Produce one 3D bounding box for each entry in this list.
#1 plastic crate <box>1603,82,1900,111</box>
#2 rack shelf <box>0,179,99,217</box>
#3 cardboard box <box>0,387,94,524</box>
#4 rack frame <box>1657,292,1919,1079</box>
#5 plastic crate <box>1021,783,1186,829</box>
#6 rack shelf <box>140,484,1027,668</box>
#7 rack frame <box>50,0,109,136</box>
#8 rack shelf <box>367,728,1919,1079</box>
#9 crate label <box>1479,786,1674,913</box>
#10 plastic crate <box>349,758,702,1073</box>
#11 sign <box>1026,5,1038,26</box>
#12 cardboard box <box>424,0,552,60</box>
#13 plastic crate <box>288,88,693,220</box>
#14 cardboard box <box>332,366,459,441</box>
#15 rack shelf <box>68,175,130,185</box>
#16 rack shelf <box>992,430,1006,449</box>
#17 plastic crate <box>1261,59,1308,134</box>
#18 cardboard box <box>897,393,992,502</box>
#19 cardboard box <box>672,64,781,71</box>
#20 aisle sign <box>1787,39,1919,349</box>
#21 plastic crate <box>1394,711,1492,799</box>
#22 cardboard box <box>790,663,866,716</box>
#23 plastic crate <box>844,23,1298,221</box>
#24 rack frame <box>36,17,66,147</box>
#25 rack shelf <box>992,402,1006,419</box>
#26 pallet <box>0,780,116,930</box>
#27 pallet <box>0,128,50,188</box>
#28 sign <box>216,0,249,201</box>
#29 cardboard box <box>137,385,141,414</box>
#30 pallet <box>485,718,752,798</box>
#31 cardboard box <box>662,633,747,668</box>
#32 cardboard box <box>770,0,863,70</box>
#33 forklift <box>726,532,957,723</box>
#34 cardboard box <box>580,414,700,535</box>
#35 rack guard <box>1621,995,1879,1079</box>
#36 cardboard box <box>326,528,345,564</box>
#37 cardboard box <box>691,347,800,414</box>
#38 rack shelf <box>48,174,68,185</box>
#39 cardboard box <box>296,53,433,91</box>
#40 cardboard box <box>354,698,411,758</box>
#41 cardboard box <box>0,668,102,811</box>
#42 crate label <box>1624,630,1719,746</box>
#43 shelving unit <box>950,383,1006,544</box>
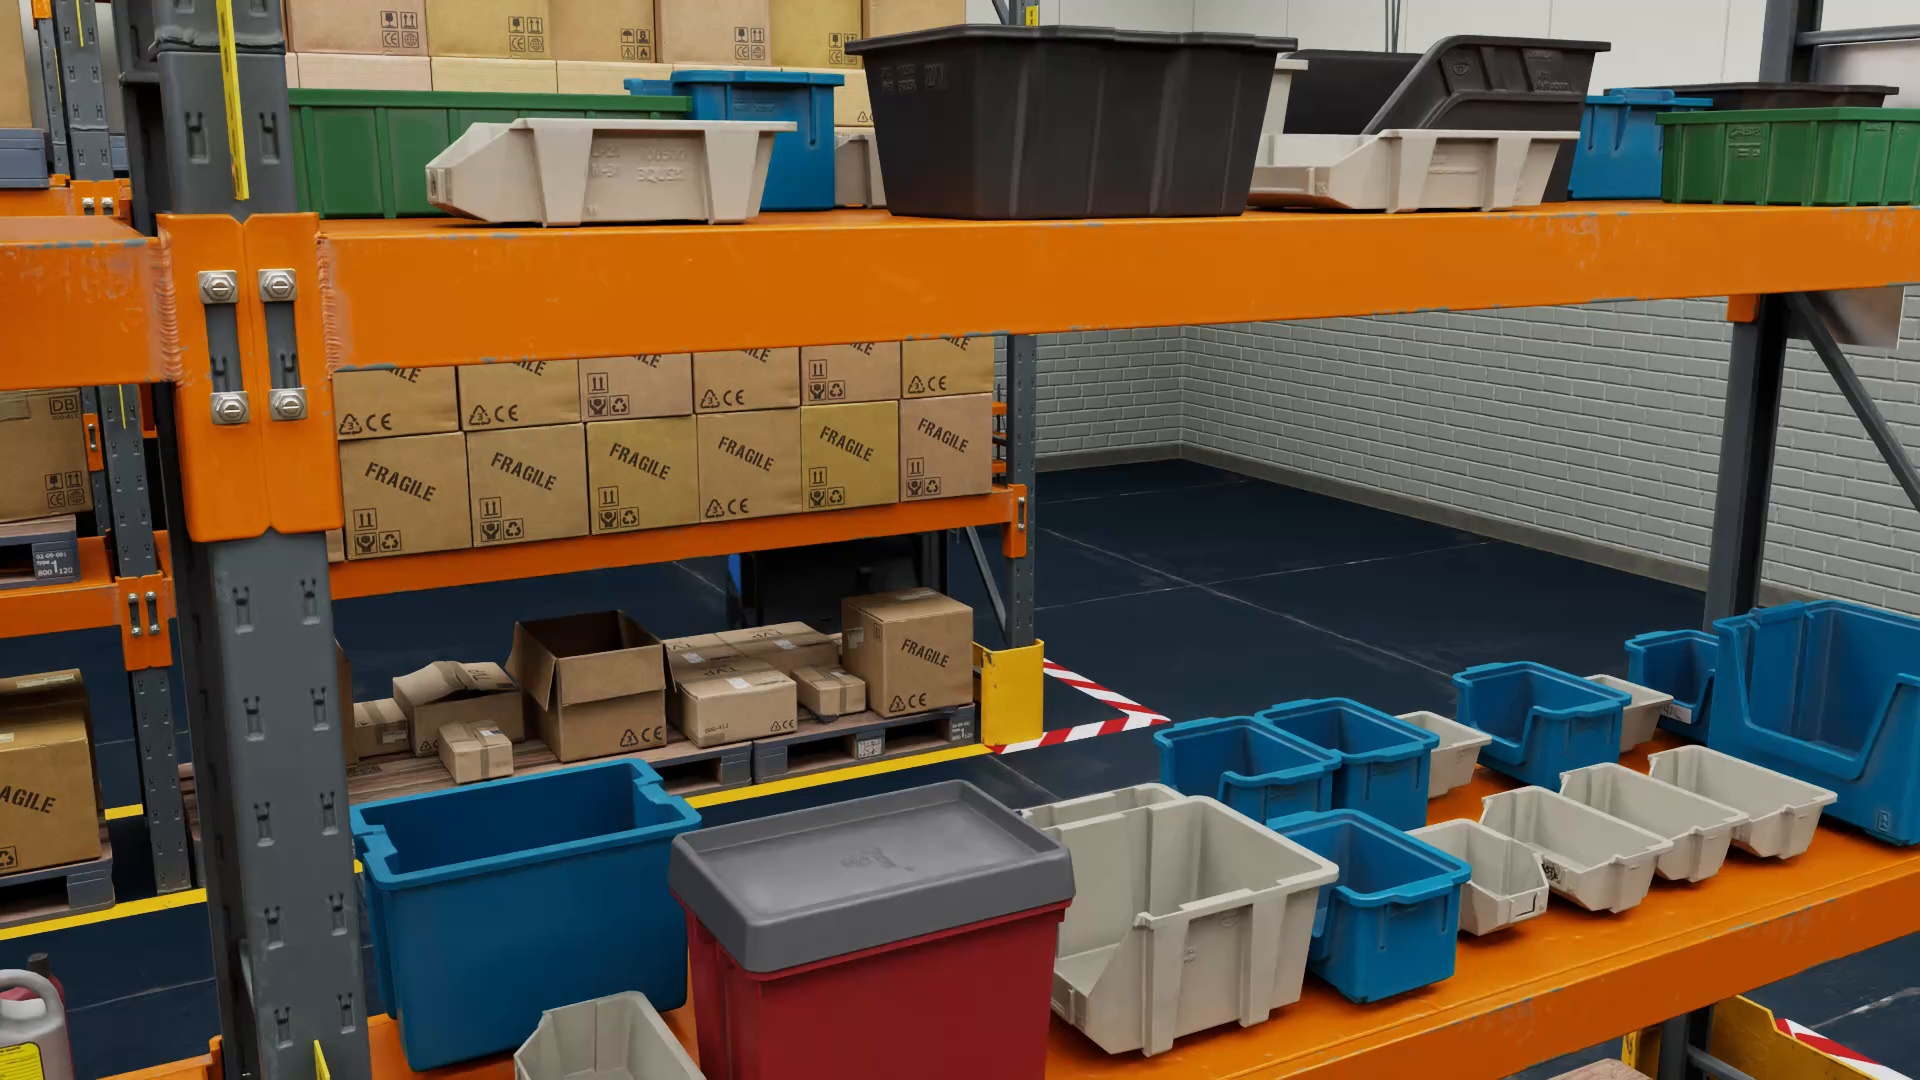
[{"bbox_3d":[1.987,-1.006,4.211,0.590,0.269,0.497,-7,14,-28],"label":"plastic crate"},{"bbox_3d":[-5.178,-1.029,5.656,4.000,0.370,1.077,-7,14,-28],"label":"rack shelf"},{"bbox_3d":[-3.946,-0.374,6.754,0.700,0.500,0.500,11,17,41],"label":"cardboard box"},{"bbox_3d":[2.458,0.407,4.467,0.127,3.000,1.000,-7,14,-28],"label":"rack frame"},{"bbox_3d":[0.332,0.686,3.691,0.466,0.136,0.293,-7,14,-28],"label":"plastic crate"},{"bbox_3d":[-1.668,0.014,7.855,4.000,0.370,1.077,-7,14,-28],"label":"rack shelf"},{"bbox_3d":[-3.423,-3.054,6.182,0.127,3.000,1.000,-7,14,-28],"label":"rack frame"},{"bbox_3d":[0.703,0.969,3.611,4.000,0.370,1.077,-7,14,-28],"label":"rack shelf"},{"bbox_3d":[1.335,0.689,3.679,0.243,0.136,0.396,-7,14,-28],"label":"crate label"},{"bbox_3d":[-0.807,0.692,3.103,0.575,0.384,0.392,-7,14,-28],"label":"plastic crate"},{"bbox_3d":[0.336,-2.334,7.800,0.005,0.325,0.100,-7,14,-28],"label":"sign"},{"bbox_3d":[-2.072,-2.264,7.002,0.500,0.500,0.700,-7,14,-28],"label":"cardboard box"},{"bbox_3d":[-0.826,-0.635,2.748,0.662,0.188,0.450,-7,14,-28],"label":"plastic crate"},{"bbox_3d":[-2.422,-0.713,6.941,0.500,0.500,0.500,-7,15,-30],"label":"cardboard box"},{"bbox_3d":[-4.044,-2.404,11.766,4.000,0.370,1.077,-7,14,-28],"label":"rack shelf"},{"bbox_3d":[0.145,-0.755,13.020,0.480,0.148,0.258,-7,14,-28],"label":"rack shelf"},{"bbox_3d":[0.365,-0.825,3.379,0.530,0.282,0.437,-7,14,-28],"label":"plastic crate"},{"bbox_3d":[-0.175,-0.497,8.257,0.500,0.500,0.500,-6,14,-26],"label":"cardboard box"},{"bbox_3d":[-1.120,-1.974,7.420,0.500,0.250,0.500,-7,14,-28],"label":"cardboard box"},{"bbox_3d":[2.379,-0.926,4.470,0.004,0.787,0.394,-7,14,-28],"label":"aisle sign"},{"bbox_3d":[1.167,0.558,4.260,0.298,0.136,0.250,-7,14,-28],"label":"plastic crate"},{"bbox_3d":[-0.670,0.750,8.396,0.250,0.166,0.380,-7,14,-28],"label":"cardboard box"},{"bbox_3d":[0.169,-0.649,2.628,0.590,0.269,0.497,-7,14,-28],"label":"plastic crate"},{"bbox_3d":[-5.800,-4.008,10.422,0.127,3.000,1.000,-7,14,-28],"label":"rack frame"},{"bbox_3d":[0.145,-0.986,12.969,0.480,0.148,0.258,-7,14,-28],"label":"rack shelf"},{"bbox_3d":[-4.119,1.326,6.735,1.213,0.211,1.003,-7,14,-28],"label":"pallet"},{"bbox_3d":[-4.029,-1.443,6.288,1.003,0.211,1.213,-7,14,-28],"label":"pallet"},{"bbox_3d":[-0.791,-0.533,1.795,0.005,0.325,0.100,-7,14,-28],"label":"sign"},{"bbox_3d":[-5.316,-1.281,11.288,0.700,0.700,0.980,-7,14,-27],"label":"cardboard box"},{"bbox_3d":[-1.748,1.032,8.042,1.213,0.211,1.003,-7,14,-28],"label":"pallet"},{"bbox_3d":[-1.403,0.687,8.486,0.500,0.250,0.500,-7,14,-28],"label":"cardboard box"},{"bbox_3d":[-0.835,-2.454,7.845,0.500,0.500,0.700,-7,14,-28],"label":"cardboard box"},{"bbox_3d":[-0.694,-0.663,9.378,1.130,2.935,3.031,-3,13,-13],"label":"forklift"},{"bbox_3d":[-1.511,-0.337,7.548,0.500,0.500,0.500,-7,14,-29],"label":"cardboard box"},{"bbox_3d":[2.473,1.622,4.764,0.348,0.500,1.175,-7,14,-28],"label":"rack guard"},{"bbox_3d":[-2.845,-0.177,6.835,0.500,0.500,0.500,-6,14,-26],"label":"cardboard box"},{"bbox_3d":[-1.067,-0.876,7.663,0.500,0.500,0.500,-6,14,-26],"label":"cardboard box"},{"bbox_3d":[-7.555,-1.983,9.896,4.000,0.370,1.077,-7,14,-28],"label":"rack shelf"},{"bbox_3d":[-2.439,-1.817,6.723,0.500,0.250,0.500,-7,14,-28],"label":"cardboard box"},{"bbox_3d":[-2.758,0.884,7.842,0.250,0.149,0.380,-7,14,-28],"label":"cardboard box"},{"bbox_3d":[-3.964,0.882,7.050,0.500,0.500,0.500,-8,15,-30],"label":"cardboard box"},{"bbox_3d":[2.084,0.422,4.646,0.303,0.233,0.416,-7,14,-28],"label":"crate label"},{"bbox_3d":[0.145,-0.603,13.055,0.503,1.200,0.258,-7,14,-28],"label":"shelving unit"}]
